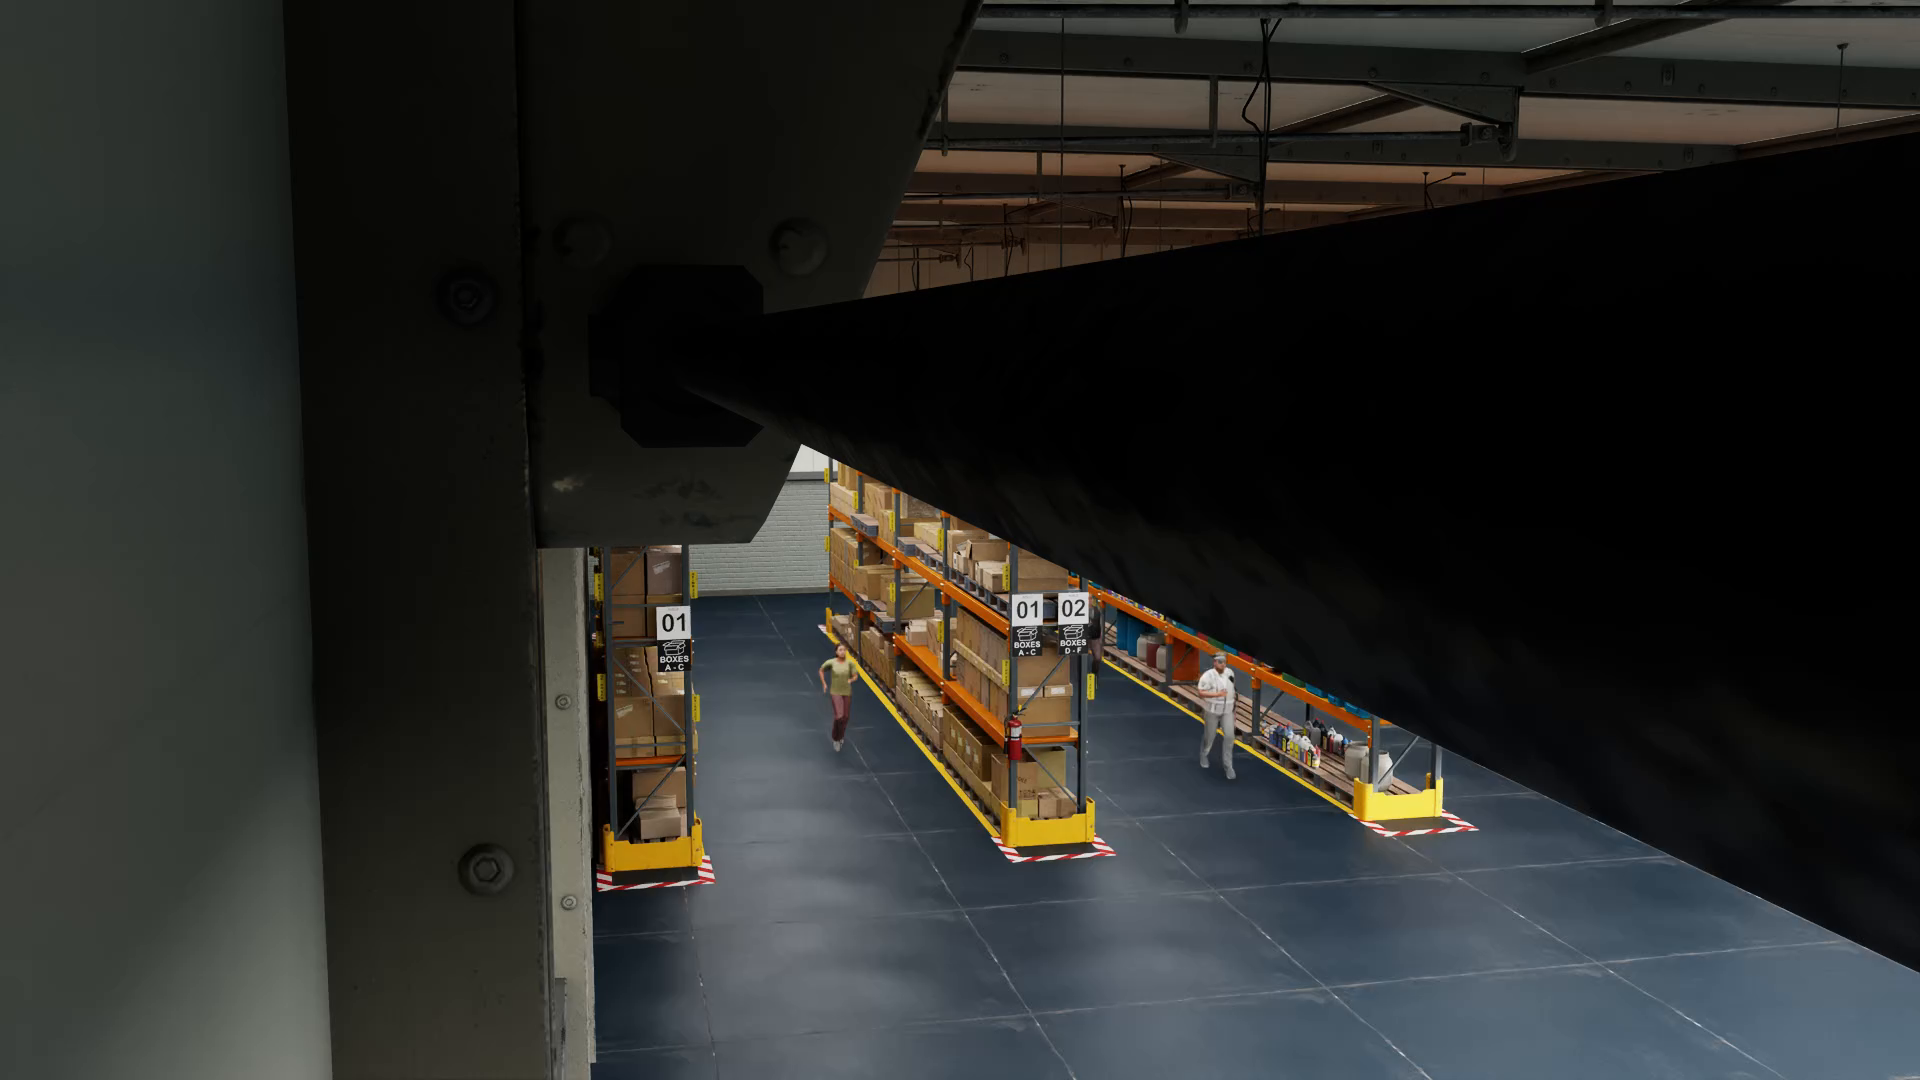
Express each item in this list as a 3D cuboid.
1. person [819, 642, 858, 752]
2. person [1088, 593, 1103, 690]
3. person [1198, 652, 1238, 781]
[{"bbox_3d":[-1.844,2.417,25.724,0.547,1.685,0.683,-3,7,-22],"label":"person"},{"bbox_3d":[2.372,1.857,30.549,0.639,1.771,0.734,-1,7,-12],"label":"person"},{"bbox_3d":[3.766,2.523,24.334,0.664,1.844,0.830,-2,7,-13],"label":"person"}]
